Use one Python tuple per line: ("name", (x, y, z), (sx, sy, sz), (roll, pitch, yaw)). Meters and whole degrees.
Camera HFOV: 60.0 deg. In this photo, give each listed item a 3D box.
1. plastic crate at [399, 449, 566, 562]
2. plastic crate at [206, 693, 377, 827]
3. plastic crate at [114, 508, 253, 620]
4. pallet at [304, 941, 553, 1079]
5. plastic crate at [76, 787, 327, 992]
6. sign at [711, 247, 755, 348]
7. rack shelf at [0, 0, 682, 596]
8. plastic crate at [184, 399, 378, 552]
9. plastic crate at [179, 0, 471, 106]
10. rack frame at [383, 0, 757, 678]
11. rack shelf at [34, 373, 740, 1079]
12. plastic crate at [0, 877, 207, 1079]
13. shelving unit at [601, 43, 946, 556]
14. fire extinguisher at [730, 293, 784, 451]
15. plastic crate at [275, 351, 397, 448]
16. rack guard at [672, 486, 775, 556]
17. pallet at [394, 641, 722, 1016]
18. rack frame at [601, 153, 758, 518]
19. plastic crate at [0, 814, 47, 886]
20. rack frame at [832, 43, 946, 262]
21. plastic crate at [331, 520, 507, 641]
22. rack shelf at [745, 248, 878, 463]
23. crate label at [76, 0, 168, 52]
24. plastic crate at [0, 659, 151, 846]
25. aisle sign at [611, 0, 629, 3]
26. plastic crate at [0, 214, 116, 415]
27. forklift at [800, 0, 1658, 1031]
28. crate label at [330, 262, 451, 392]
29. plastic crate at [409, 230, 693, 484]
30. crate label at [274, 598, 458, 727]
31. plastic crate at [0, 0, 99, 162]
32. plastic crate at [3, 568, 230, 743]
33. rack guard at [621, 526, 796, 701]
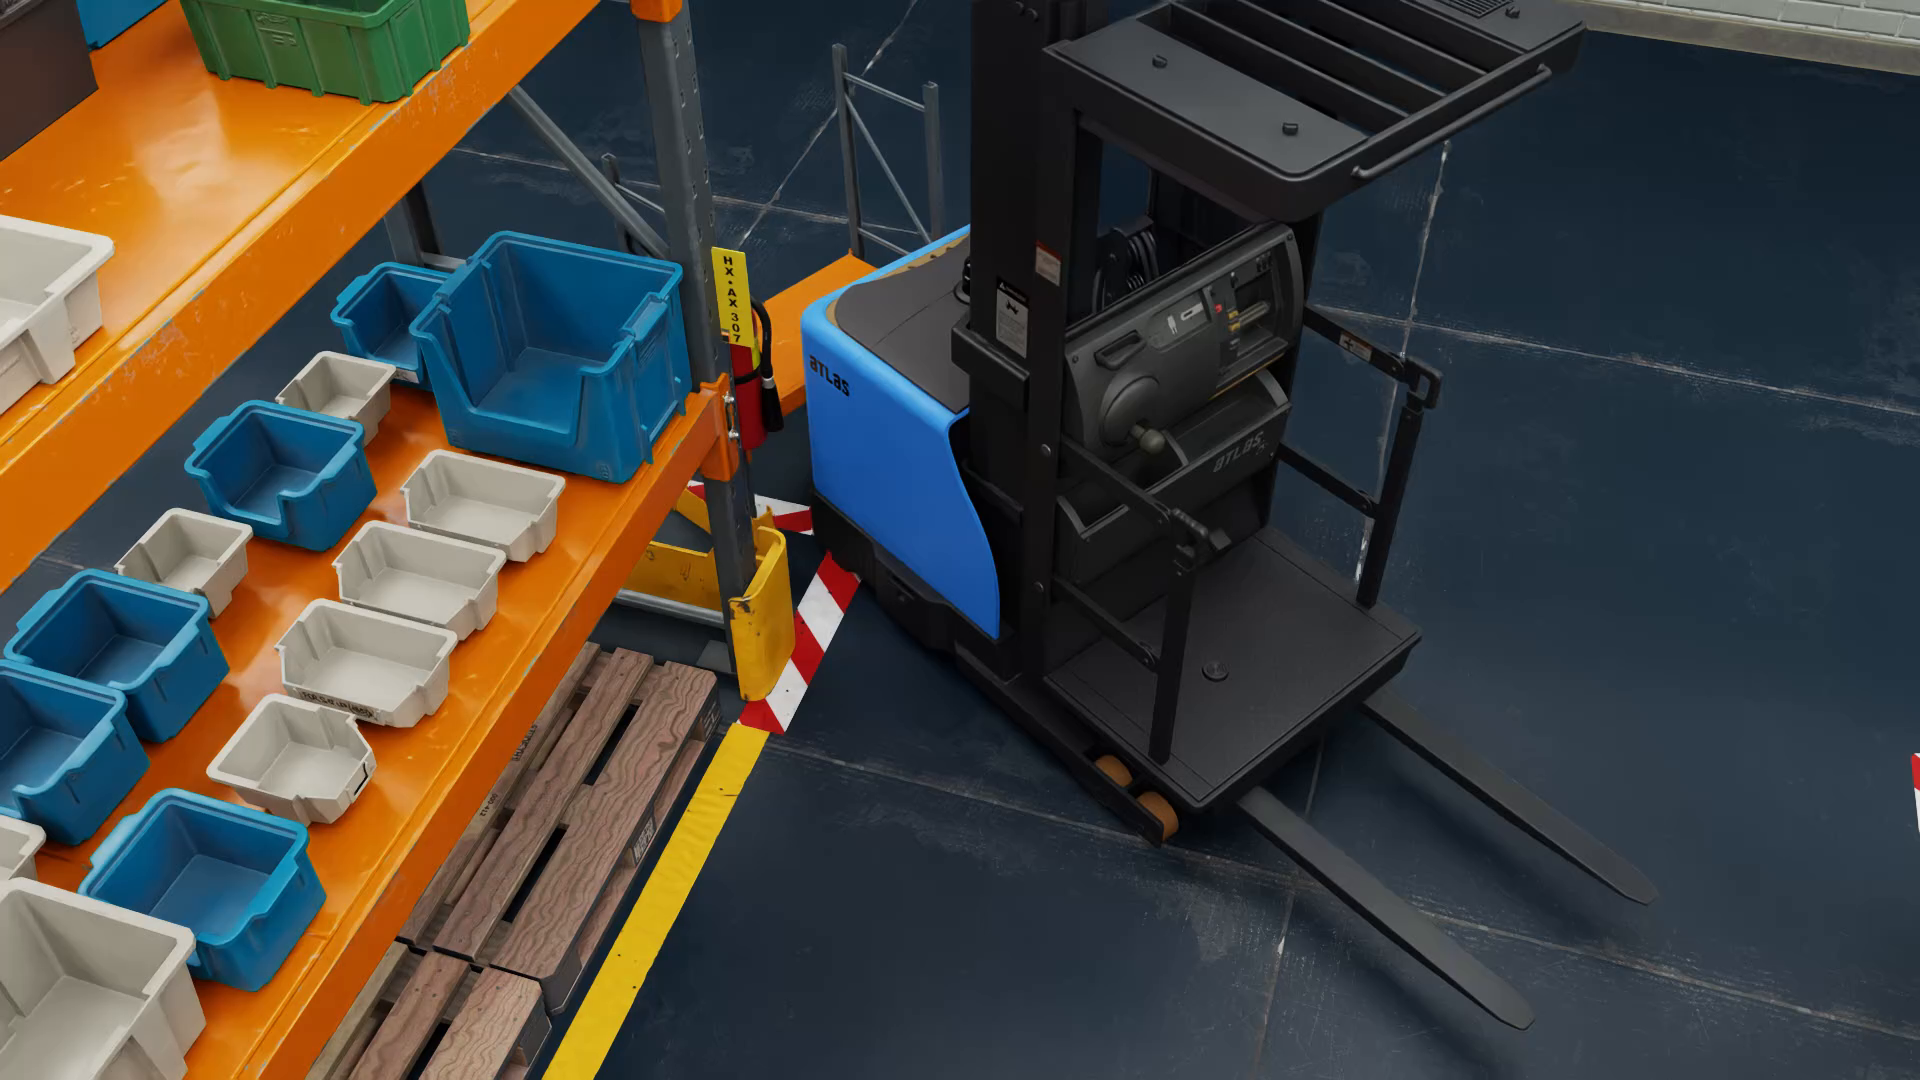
("plastic crate", (-1.242, -0.073, 4.326), (0.396, 0.136, 0.243), (13, 46, 13))
("plastic crate", (-1.476, 0.509, 3.731), (0.298, 0.136, 0.250), (13, 46, 13))
("plastic crate", (-1.937, 0.088, 4.161), (0.250, 0.136, 0.298), (13, 46, 13))
("pallet", (-1.825, 1.621, 4.443), (1.003, 0.211, 1.213), (13, 46, 13))
("plastic crate", (-1.545, 0.734, 3.432), (0.416, 0.233, 0.300), (13, 46, 13))
("sign", (-0.638, -0.681, 4.684), (0.100, 0.325, 0.005), (13, 46, 13))
("rack shelf", (-1.773, -0.210, 2.689), (1.077, 0.370, 4.000), (13, 46, 13))
("plastic crate", (-1.755, -0.156, 4.342), (0.416, 0.233, 0.300), (13, 46, 13))
("plastic crate", (-1.194, -1.006, 3.141), (0.450, 0.188, 0.336), (13, 46, 13))
("rack frame", (-1.167, -0.728, 4.849), (1.000, 3.000, 0.127), (13, 46, 13))
("rack shelf", (-1.773, 0.862, 3.739), (1.077, 0.370, 4.000), (13, 46, 13))
("plastic crate", (-1.741, 0.980, 3.145), (0.437, 0.282, 0.530), (13, 46, 13))
("shelving unit", (-0.580, -0.839, 6.012), (0.587, 1.500, 1.083), (32, 52, 32))
("fire extinguisher", (-0.688, -0.571, 5.011), (0.296, 0.674, 0.183), (13, 46, 13))
("plastic crate", (-1.732, -0.364, 4.623), (0.250, 0.136, 0.298), (13, 46, 13))
("rack guard", (-0.900, -0.125, 6.174), (0.587, 0.250, 0.087), (32, 52, 32))
("pallet", (-1.454, 0.810, 5.271), (1.003, 0.211, 1.213), (13, 46, 13))
("rack frame", (-0.939, -0.579, 5.746), (0.500, 1.500, 0.032), (32, 52, 32))
("plastic crate", (-2.138, 0.787, 3.447), (0.293, 0.136, 0.466), (13, 46, 13))
("rack frame", (-0.234, -1.091, 6.270), (0.500, 1.500, 0.032), (32, 52, 32))
("plastic crate", (-1.343, 0.117, 4.132), (0.396, 0.136, 0.243), (13, 46, 13))
("rack shelf", (-0.579, -0.701, 6.128), (0.538, 0.185, 1.000), (32, 52, 32))
("crate label", (-1.755, -1.200, 3.294), (0.408, 0.251, 0.502), (13, 46, 13))
("plastic crate", (-2.045, 0.483, 3.689), (0.416, 0.233, 0.300), (13, 46, 13))
("aisle sign", (-0.866, -1.643, 3.926), (0.394, 0.787, 0.004), (13, 46, 13))
("plastic crate", (-1.556, -0.276, 2.431), (0.437, 0.136, 0.530), (13, 46, 13))
("forklift", (0.800, -0.493, 4.659), (1.130, 2.935, 3.031), (-31, 52, -28))
("crate label", (-1.556, -0.595, 4.790), (0.416, 0.233, 0.303), (13, 46, 13))
("plastic crate", (-1.091, -0.499, 4.547), (0.616, 0.435, 0.499), (13, 46, 13))
("crate label", (-1.404, 0.308, 3.937), (0.396, 0.136, 0.243), (13, 46, 13))
("plastic crate", (-1.892, -0.818, 2.841), (0.504, 0.338, 0.767), (13, 46, 13))
("plastic crate", (-1.954, 0.283, 3.893), (0.416, 0.233, 0.300), (13, 46, 13))
("rack guard", (-1.172, 0.147, 5.743), (1.175, 0.500, 0.348), (13, 46, 13))
